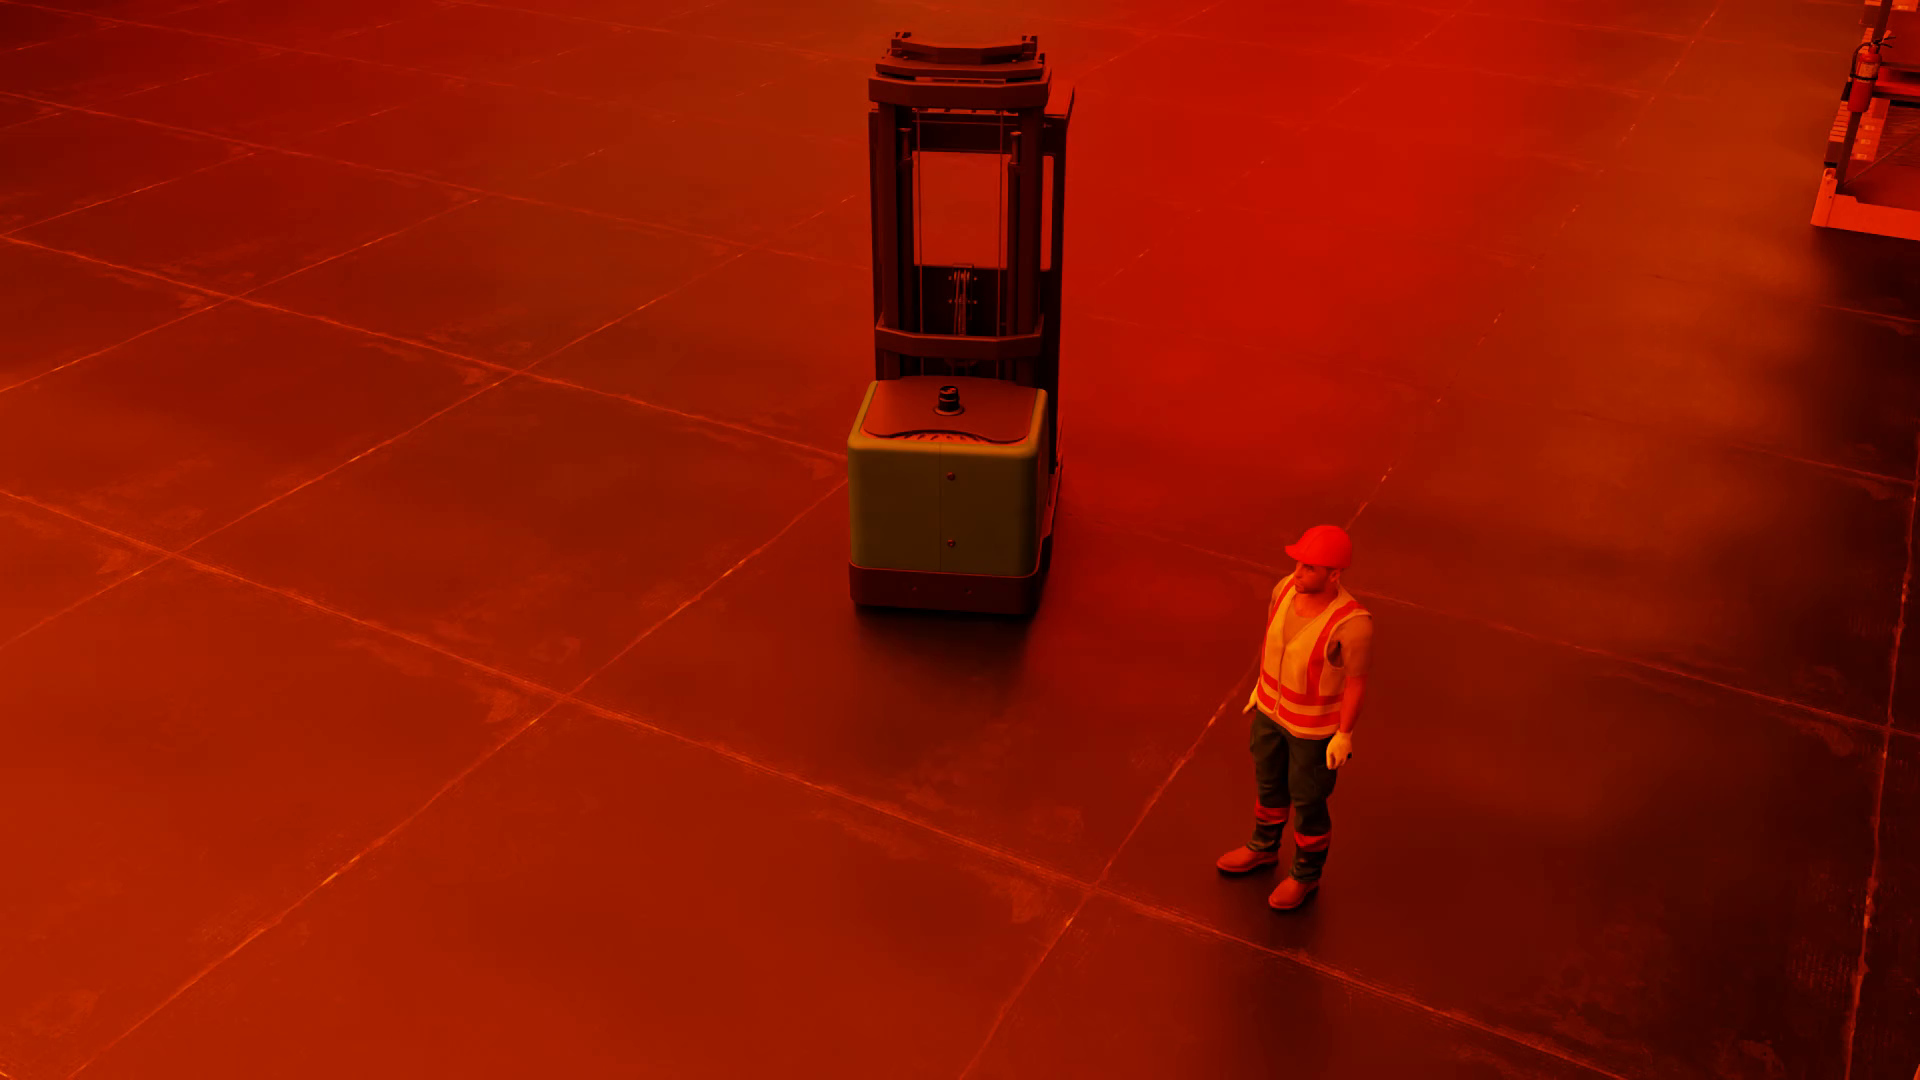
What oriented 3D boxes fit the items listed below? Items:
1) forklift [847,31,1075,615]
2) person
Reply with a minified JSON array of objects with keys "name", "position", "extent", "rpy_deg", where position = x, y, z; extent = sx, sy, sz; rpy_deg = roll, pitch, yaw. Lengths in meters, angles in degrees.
[{"name":"forklift","position":[0.072,-1.572,9.794],"extent":[1.130,2.935,3.031],"rpy_deg":[3,30,6]},{"name":"person","position":[1.406,0.737,6.935],"extent":[0.352,1.795,0.552],"rpy_deg":[-19,35,-30]}]
